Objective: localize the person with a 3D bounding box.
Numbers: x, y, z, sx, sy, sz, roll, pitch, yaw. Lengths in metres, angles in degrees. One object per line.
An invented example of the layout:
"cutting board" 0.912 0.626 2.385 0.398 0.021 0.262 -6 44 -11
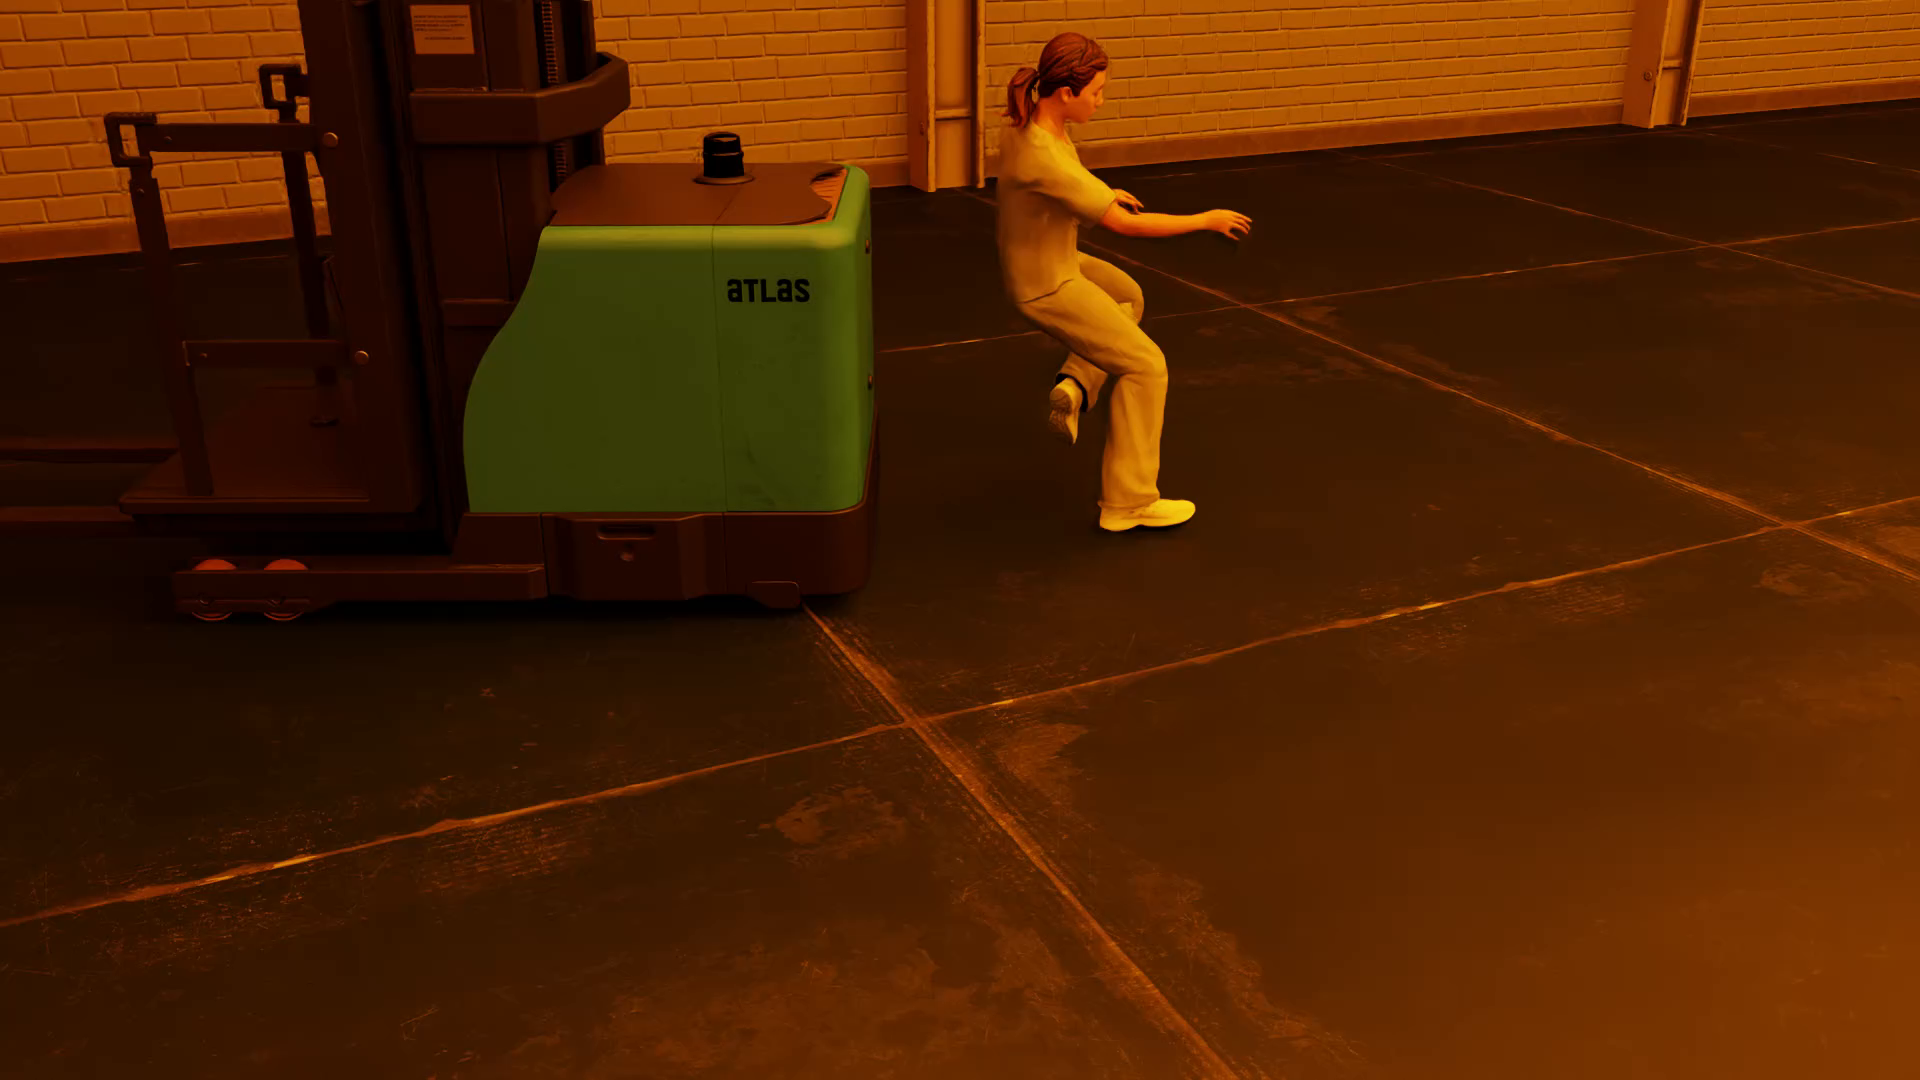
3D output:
"person" 0.480 -0.847 5.233 0.758 1.464 0.802 -3 23 -8

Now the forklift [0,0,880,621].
"forklift" -1.775 -1.334 4.498 3.031 2.935 1.130 0 23 0
